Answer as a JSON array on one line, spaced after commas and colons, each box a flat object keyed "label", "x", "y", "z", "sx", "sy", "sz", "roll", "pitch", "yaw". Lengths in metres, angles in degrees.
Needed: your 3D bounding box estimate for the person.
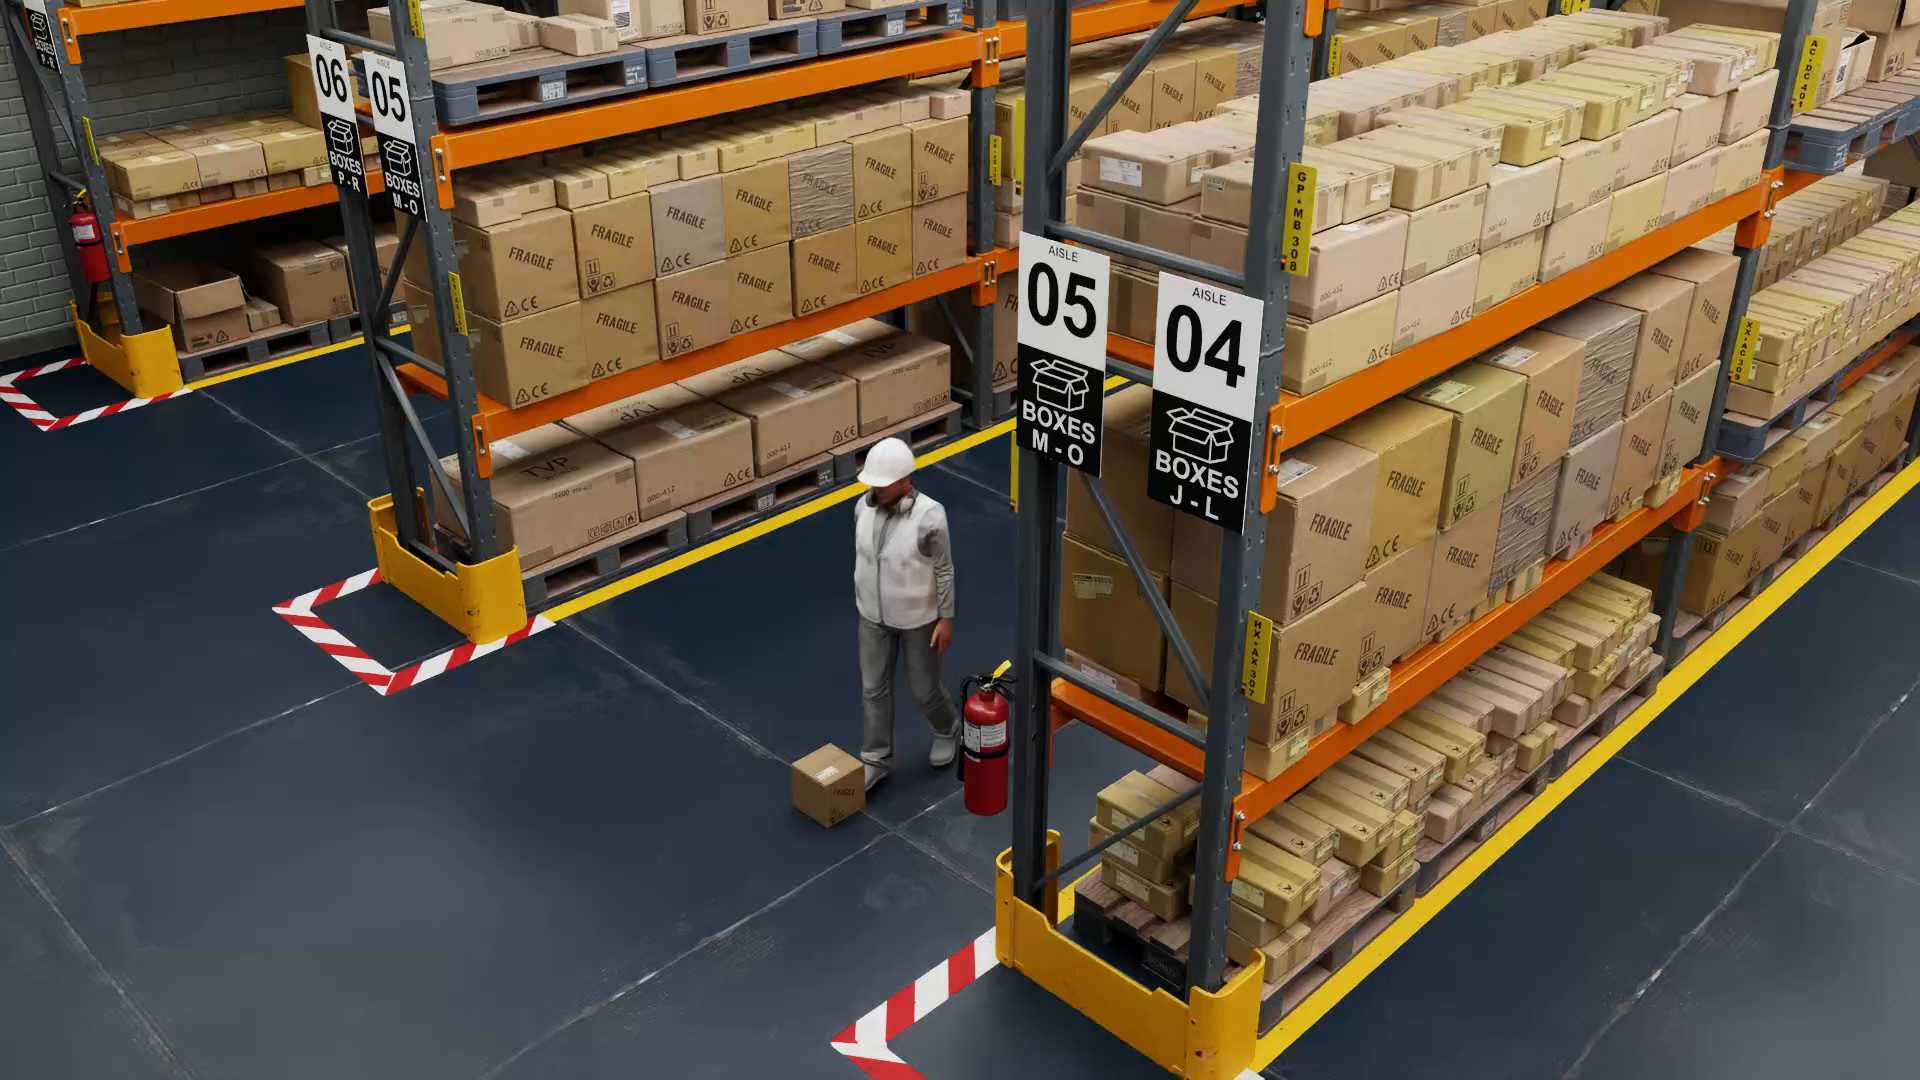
[{"label": "person", "x": -0.304, "y": 0.359, "z": 7.890, "sx": 0.561, "sy": 1.767, "sz": 0.698, "roll": 14, "pitch": 31, "yaw": 25}]
